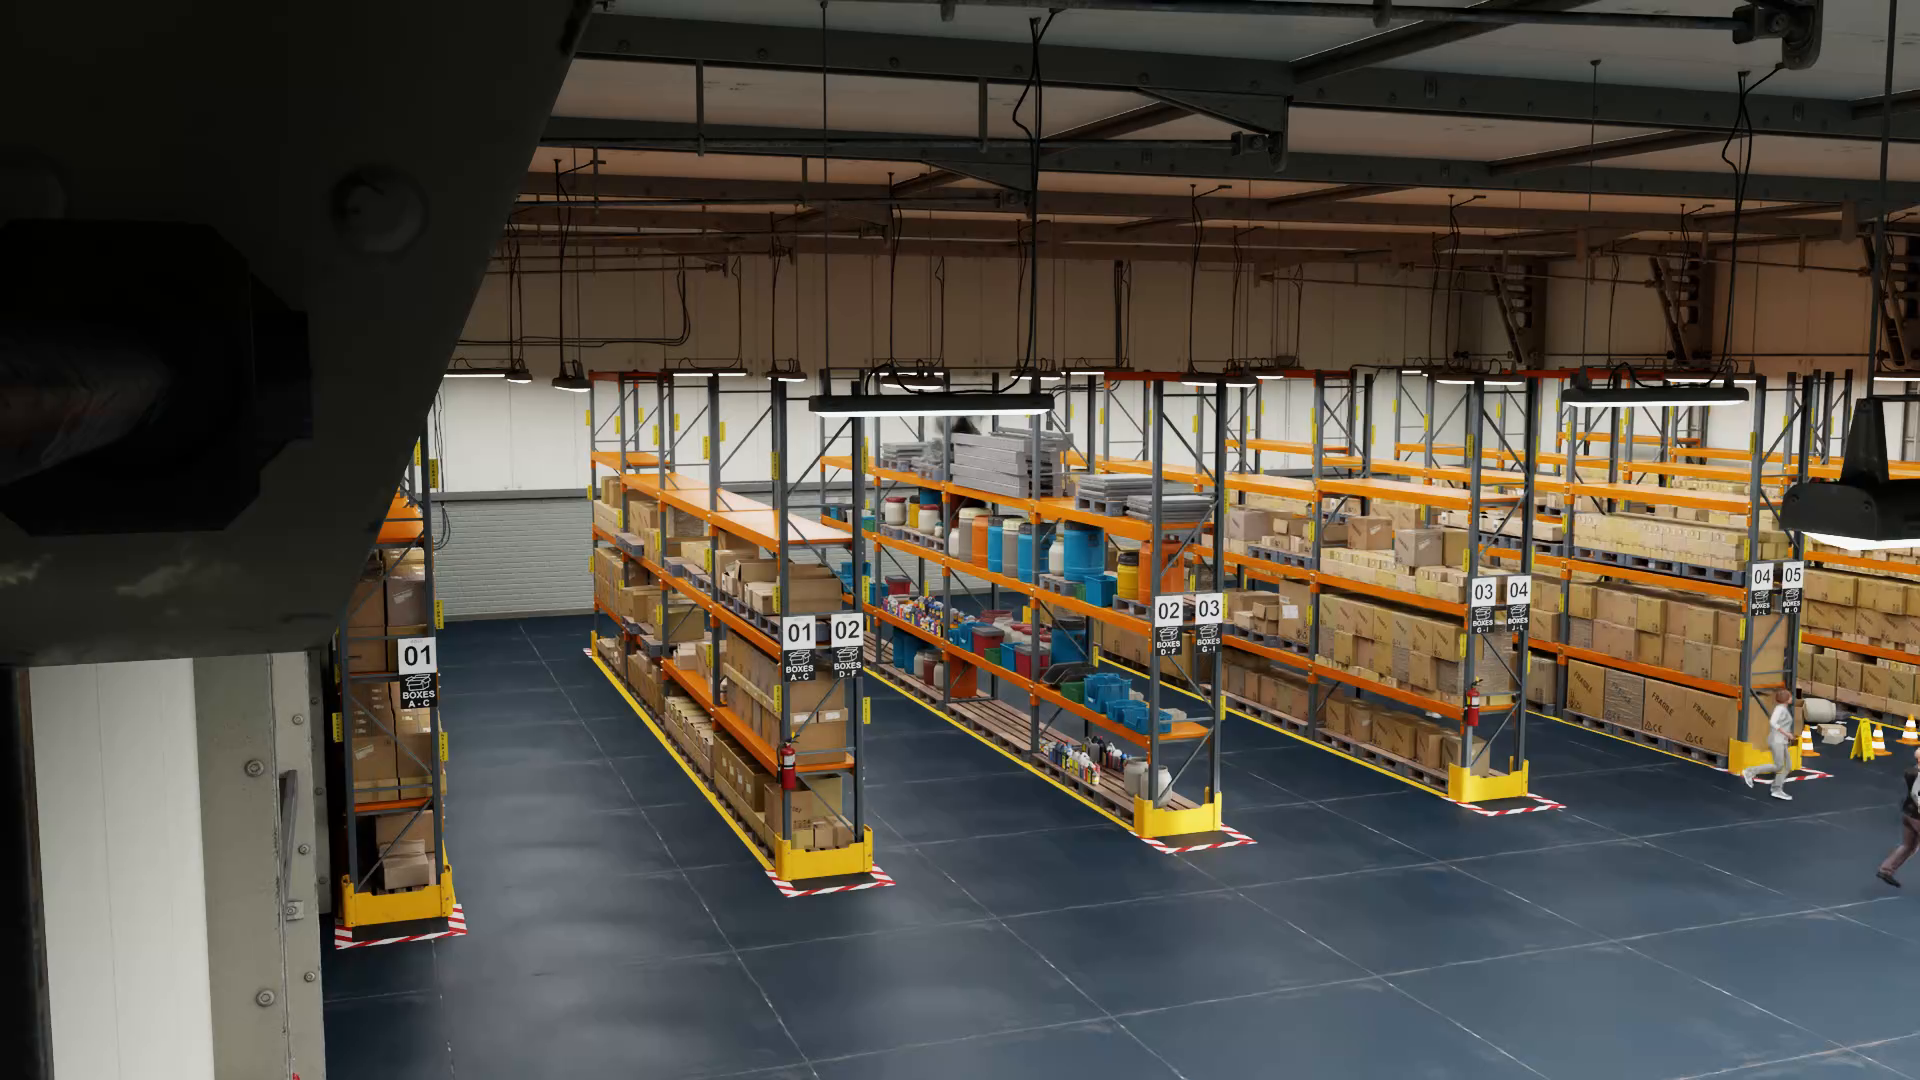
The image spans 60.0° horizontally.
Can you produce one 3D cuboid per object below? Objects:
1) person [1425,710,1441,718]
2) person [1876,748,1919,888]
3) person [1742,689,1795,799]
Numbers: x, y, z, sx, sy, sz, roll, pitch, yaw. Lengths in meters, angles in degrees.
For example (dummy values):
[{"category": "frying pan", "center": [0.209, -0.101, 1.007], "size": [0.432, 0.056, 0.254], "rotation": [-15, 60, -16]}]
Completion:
[{"category": "person", "center": [8.202, 2.280, 29.143], "size": [0.565, 1.629, 0.633], "rotation": [-5, 8, -37]}, {"category": "person", "center": [11.264, 3.278, 19.485], "size": [0.871, 1.723, 0.658], "rotation": [1, 6, 5]}, {"category": "person", "center": [11.719, 2.919, 24.011], "size": [0.669, 1.504, 0.593], "rotation": [4, 8, 33]}]
